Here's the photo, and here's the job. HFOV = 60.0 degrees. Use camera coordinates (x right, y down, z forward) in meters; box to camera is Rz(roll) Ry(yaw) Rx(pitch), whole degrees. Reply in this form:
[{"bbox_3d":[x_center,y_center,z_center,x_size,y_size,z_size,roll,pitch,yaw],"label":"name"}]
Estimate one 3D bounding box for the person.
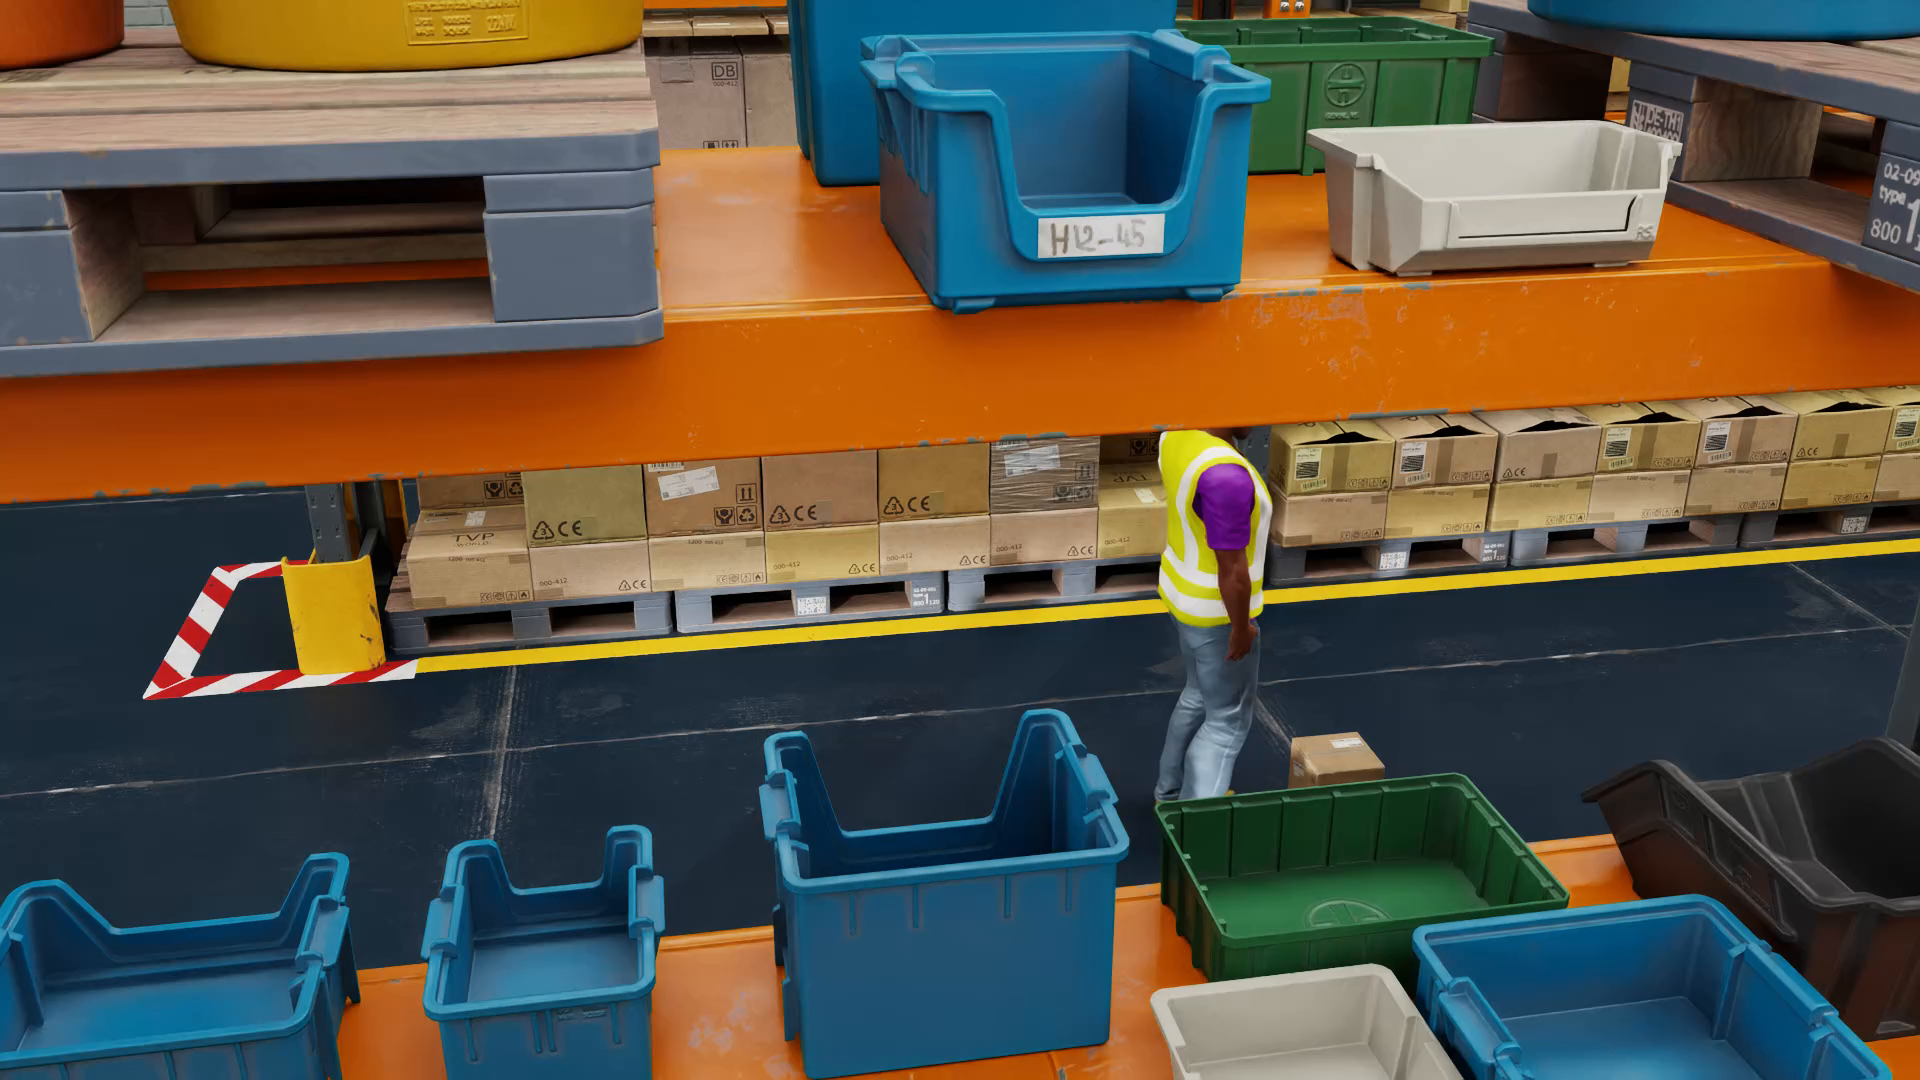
[{"bbox_3d":[0.856,0.208,5.601,0.379,1.759,0.571,-4,23,-9],"label":"person"}]
